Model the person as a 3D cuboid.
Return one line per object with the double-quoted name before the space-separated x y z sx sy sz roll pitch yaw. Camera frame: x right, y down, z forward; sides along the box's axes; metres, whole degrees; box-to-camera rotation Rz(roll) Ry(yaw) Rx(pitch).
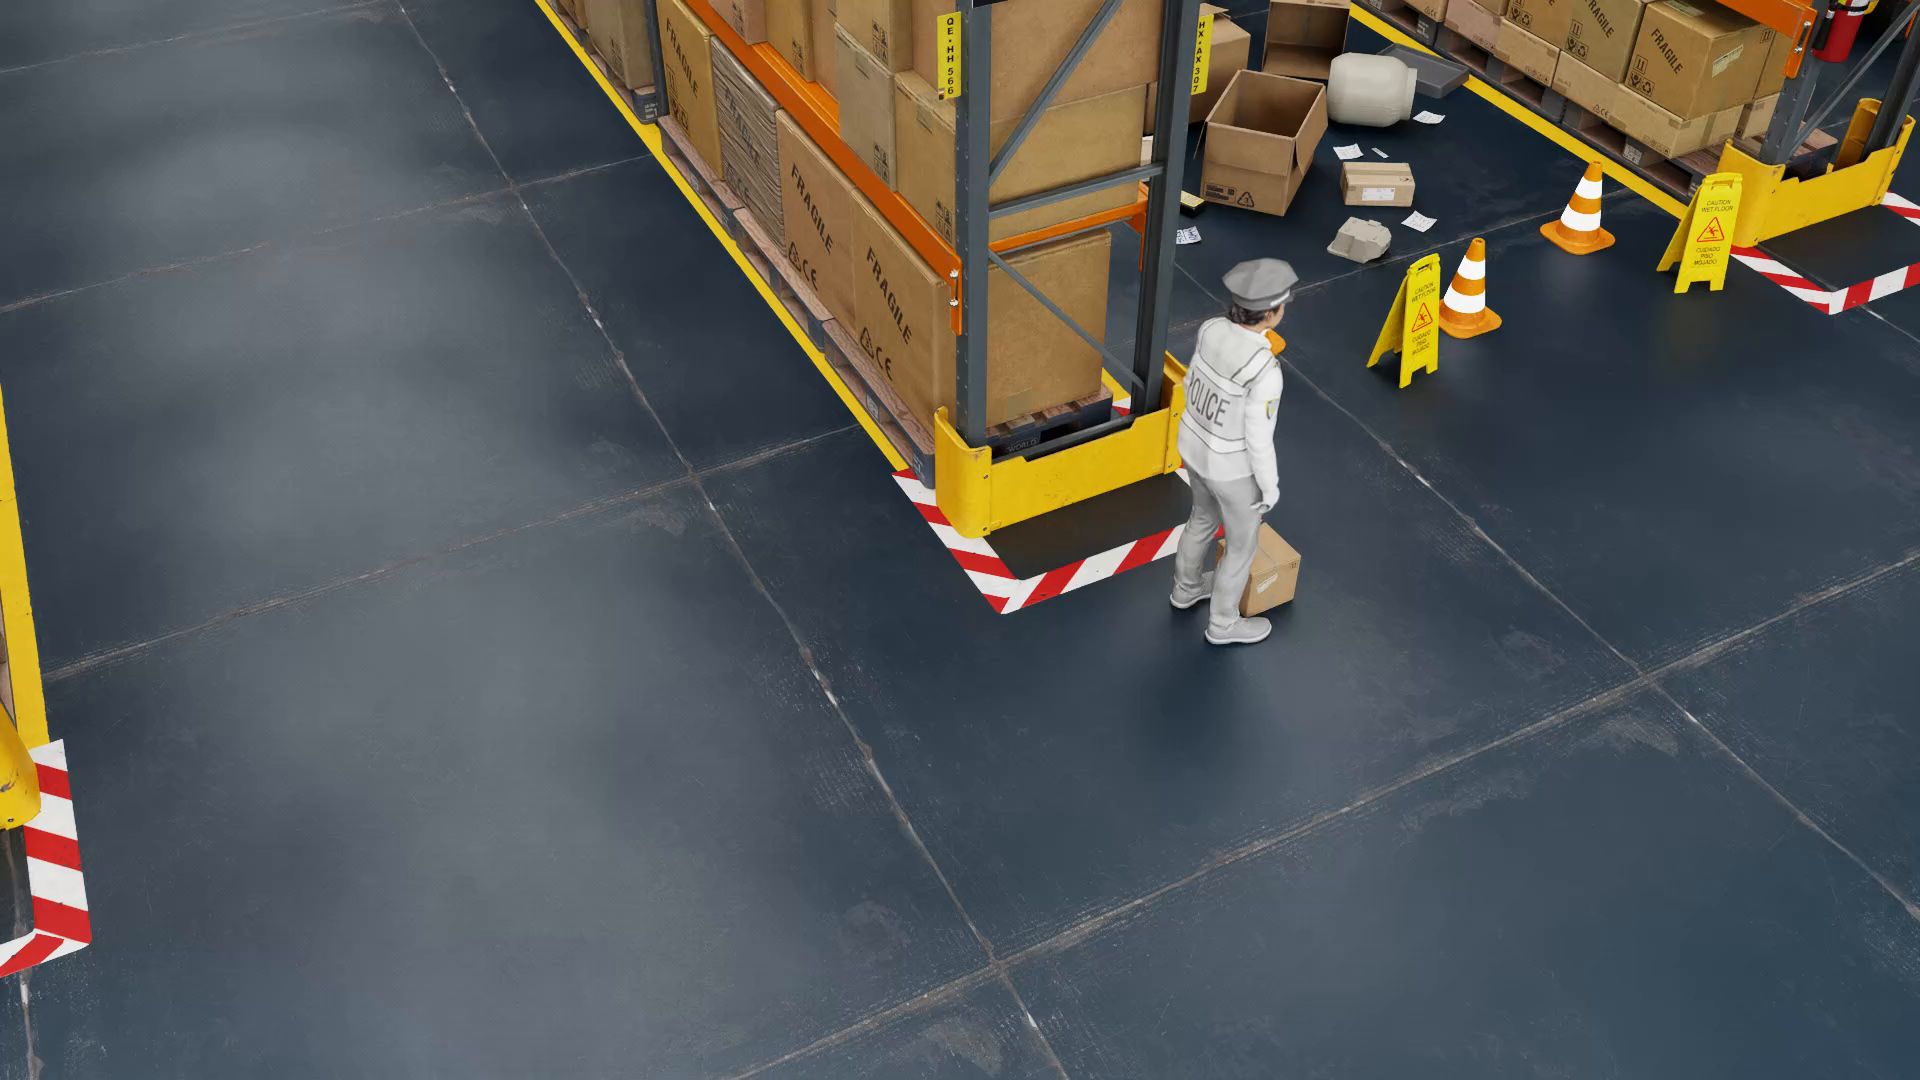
"person" 1.053 -0.322 6.519 0.371 1.664 0.529 -19 45 -20
